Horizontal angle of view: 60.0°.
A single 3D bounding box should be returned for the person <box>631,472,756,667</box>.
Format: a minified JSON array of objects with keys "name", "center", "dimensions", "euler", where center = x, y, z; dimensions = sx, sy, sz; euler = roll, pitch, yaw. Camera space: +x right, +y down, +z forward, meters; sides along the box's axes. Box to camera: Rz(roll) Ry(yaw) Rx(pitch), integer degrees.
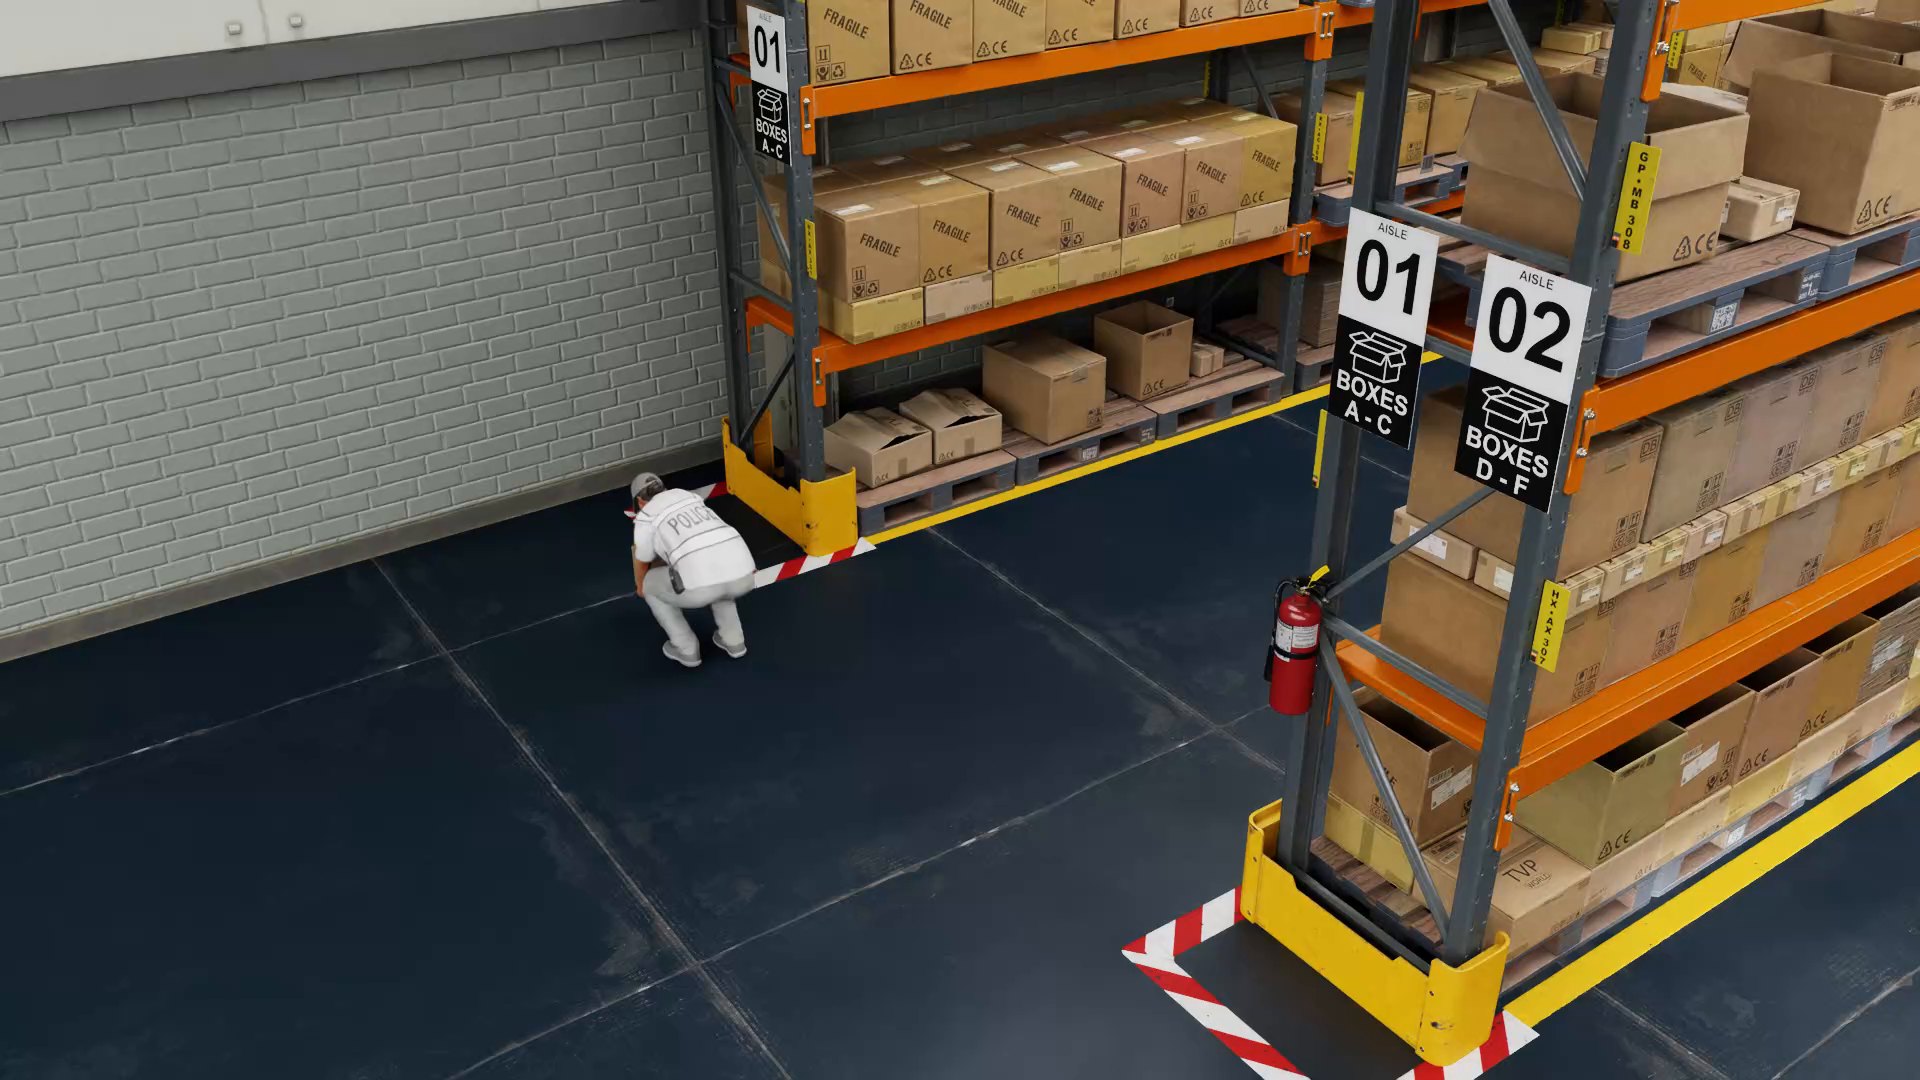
[{"name":"person","center":[-1.475,0.176,9.063],"dimensions":[0.503,0.941,0.901],"euler":[-20,35,-32]}]
